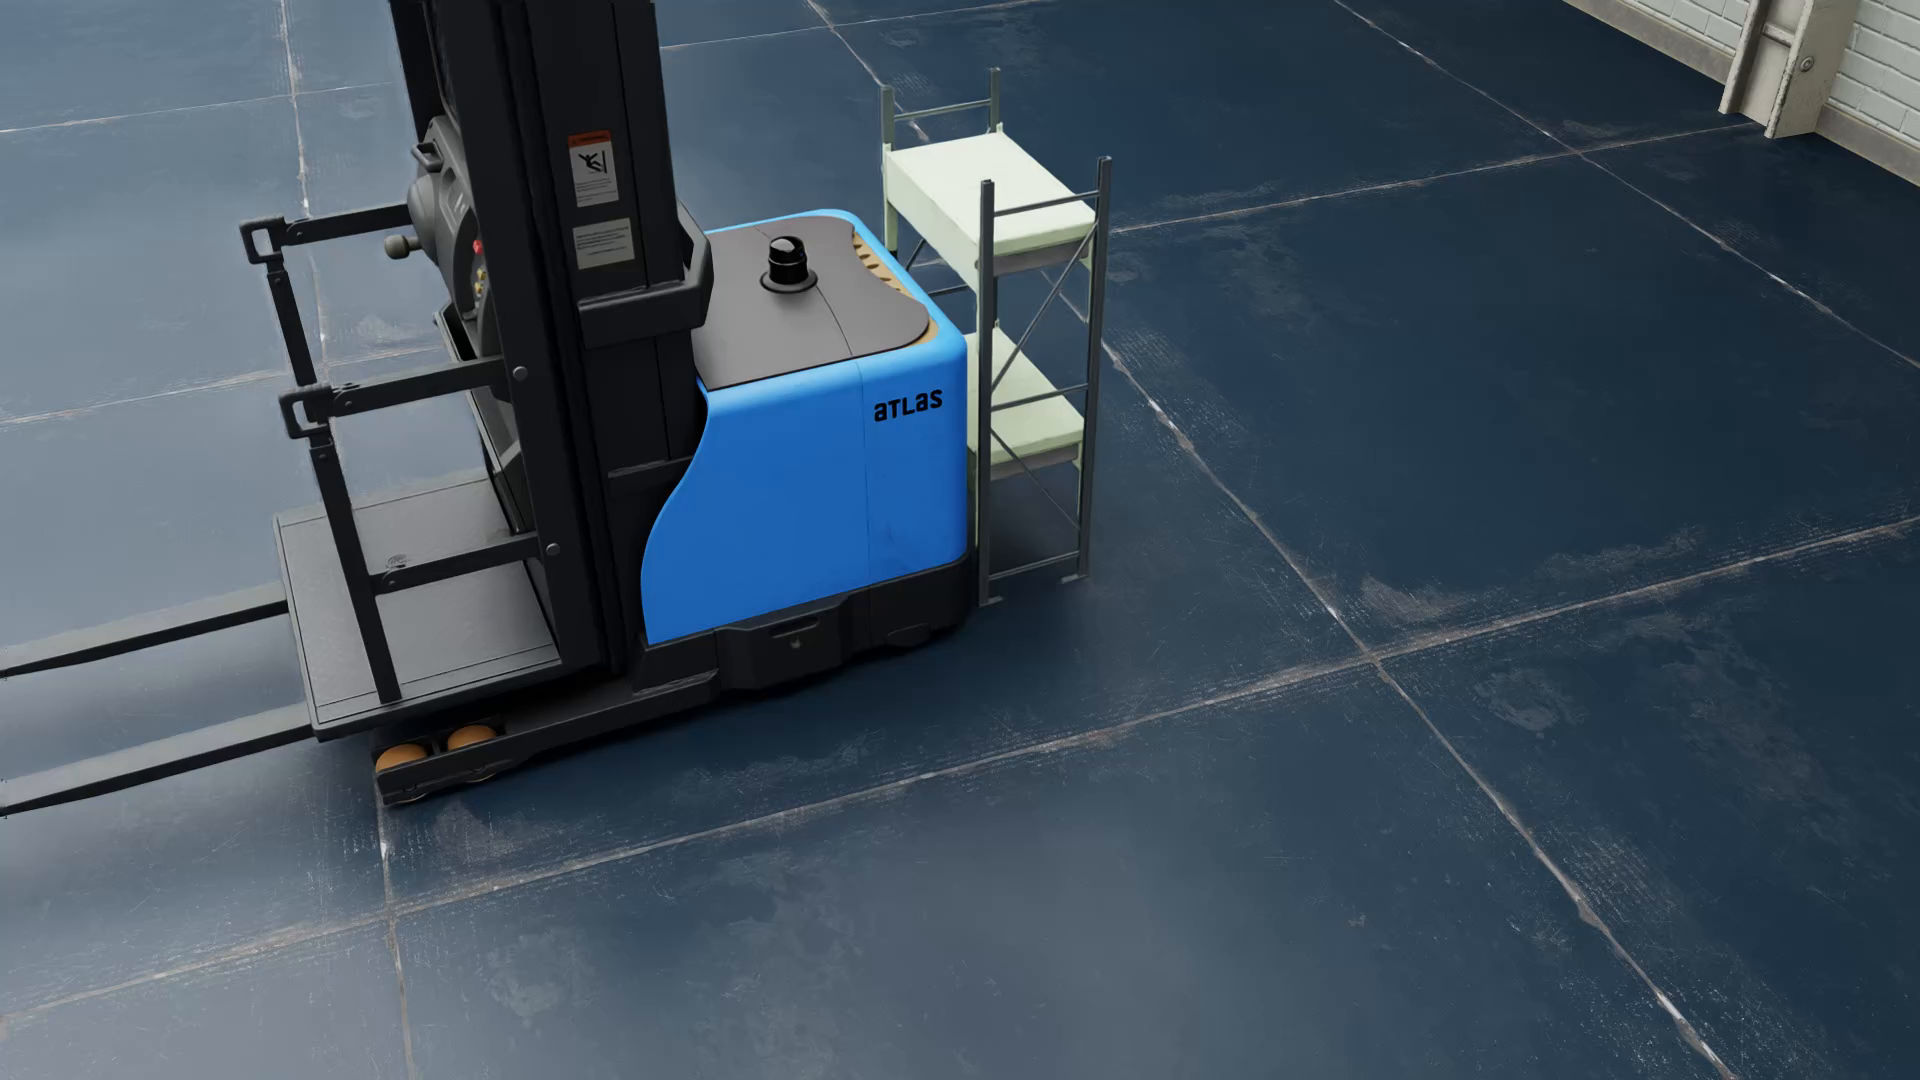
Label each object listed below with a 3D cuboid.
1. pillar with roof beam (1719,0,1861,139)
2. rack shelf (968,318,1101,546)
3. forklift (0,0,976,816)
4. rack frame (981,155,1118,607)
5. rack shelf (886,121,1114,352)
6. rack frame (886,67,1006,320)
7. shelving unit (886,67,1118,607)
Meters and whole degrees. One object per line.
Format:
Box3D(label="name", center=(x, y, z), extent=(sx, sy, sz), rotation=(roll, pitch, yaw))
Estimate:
Box3D(label="pillar with roof beam", center=(0.159, -4.886, 4.758), extent=(9.100, 9.000, 0.400), rotation=(-12, 39, -16))
Box3D(label="rack shelf", center=(0.107, -0.376, 5.543), extent=(0.431, 0.370, 0.720), rotation=(-15, 40, -19))
Box3D(label="forklift", center=(-1.511, -0.789, 4.361), extent=(3.031, 2.935, 1.130), rotation=(-15, 40, -19))
Box3D(label="rack frame", center=(0.257, -0.435, 5.081), extent=(0.400, 1.500, 0.023), rotation=(-15, 40, -19))
Box3D(label="rack shelf", center=(0.108, -0.948, 5.113), extent=(0.431, 0.370, 0.720), rotation=(-15, 40, -19))
Box3D(label="rack frame", center=(-0.043, -0.837, 5.614), extent=(0.400, 1.500, 0.023), rotation=(-15, 40, -19))
Box3D(label="shelving unit", center=(0.107, -0.636, 5.347), extent=(0.431, 1.500, 0.755), rotation=(-15, 40, -19))
